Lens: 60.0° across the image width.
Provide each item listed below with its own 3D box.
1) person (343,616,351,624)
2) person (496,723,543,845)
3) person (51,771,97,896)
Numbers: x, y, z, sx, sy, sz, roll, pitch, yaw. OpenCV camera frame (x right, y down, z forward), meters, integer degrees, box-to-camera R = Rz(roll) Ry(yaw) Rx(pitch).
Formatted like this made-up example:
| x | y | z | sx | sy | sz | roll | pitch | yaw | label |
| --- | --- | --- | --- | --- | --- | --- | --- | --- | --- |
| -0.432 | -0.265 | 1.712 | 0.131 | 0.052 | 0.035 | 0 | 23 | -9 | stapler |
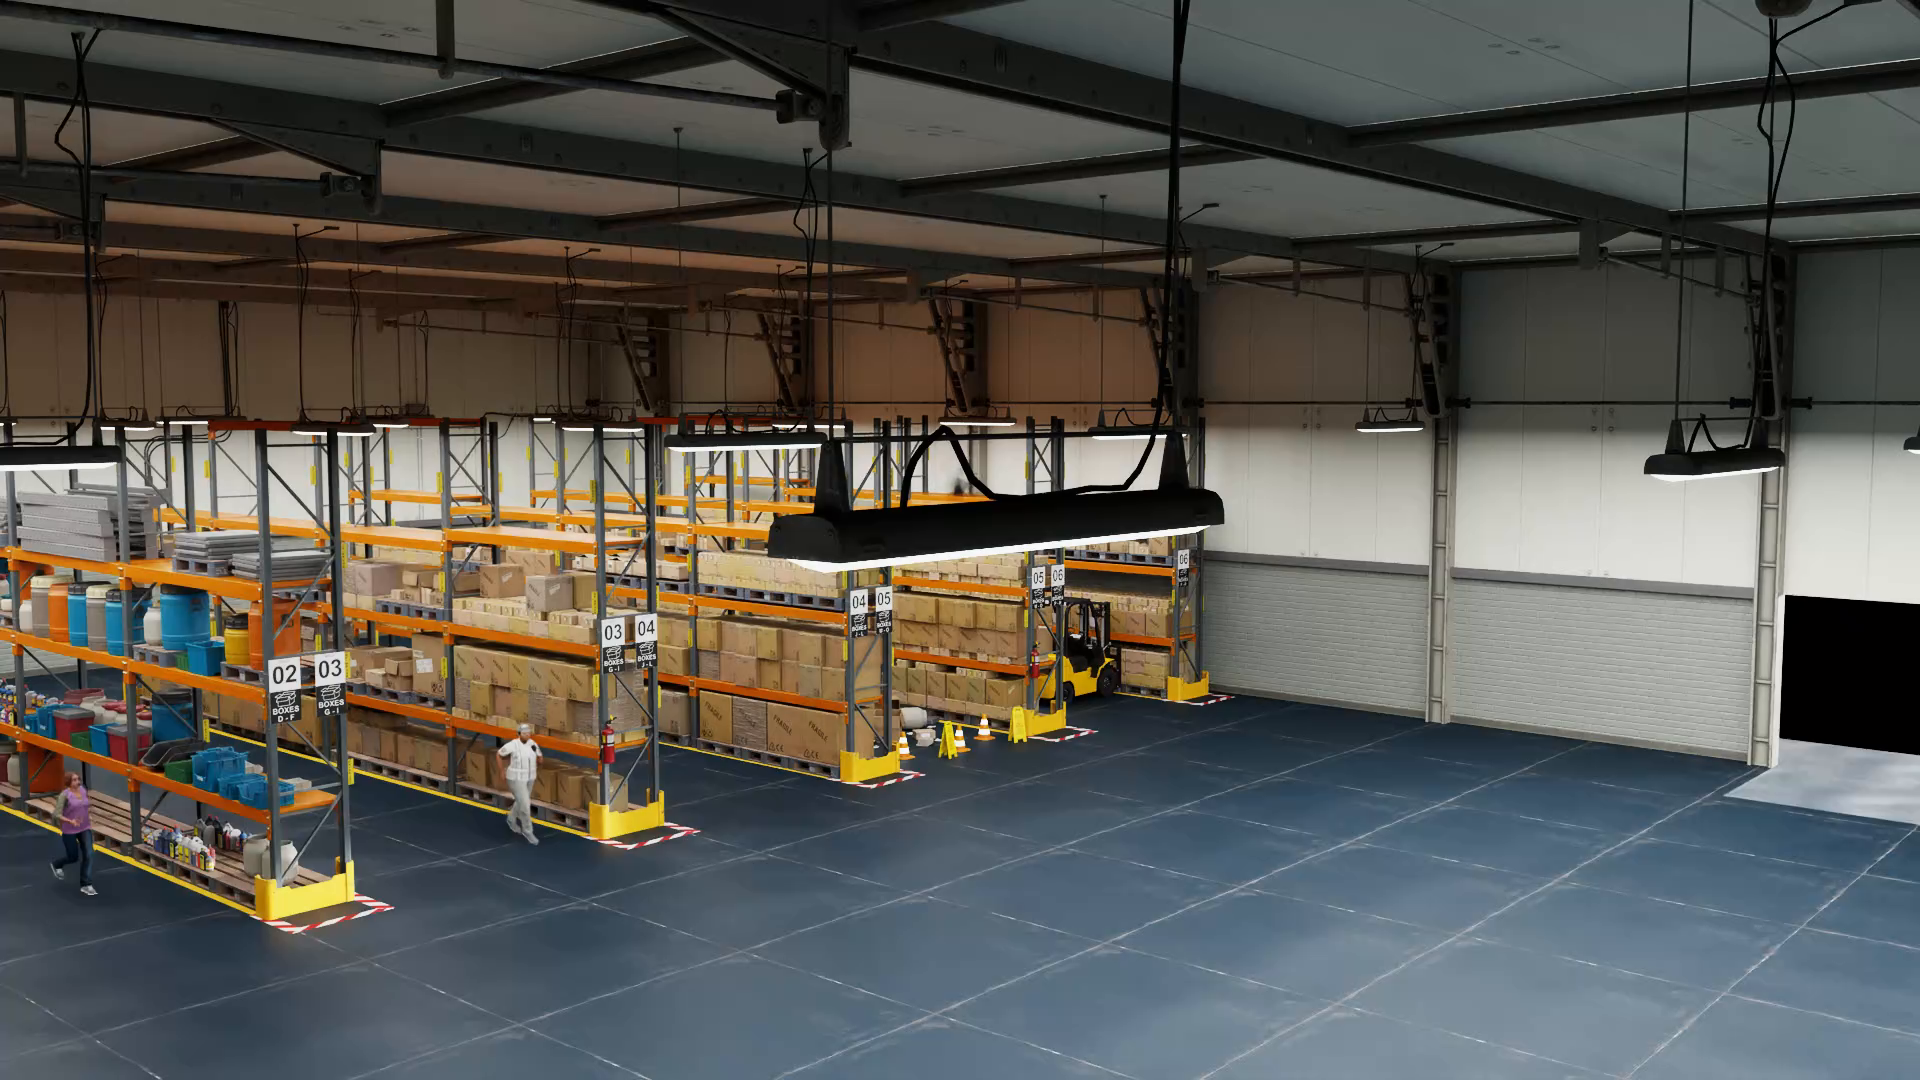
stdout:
| x | y | z | sx | sy | sz | roll | pitch | yaw | label |
| --- | --- | --- | --- | --- | --- | --- | --- | --- | --- |
| -14.662 | 2.214 | 39.323 | 0.672 | 1.725 | 0.709 | -5 | 7 | -45 | person |
| -6.341 | 3.492 | 24.063 | 0.826 | 1.711 | 0.580 | 4 | 6 | 36 | person |
| -11.441 | 3.772 | 21.472 | 0.812 | 1.582 | 0.538 | 3 | 5 | 29 | person |
